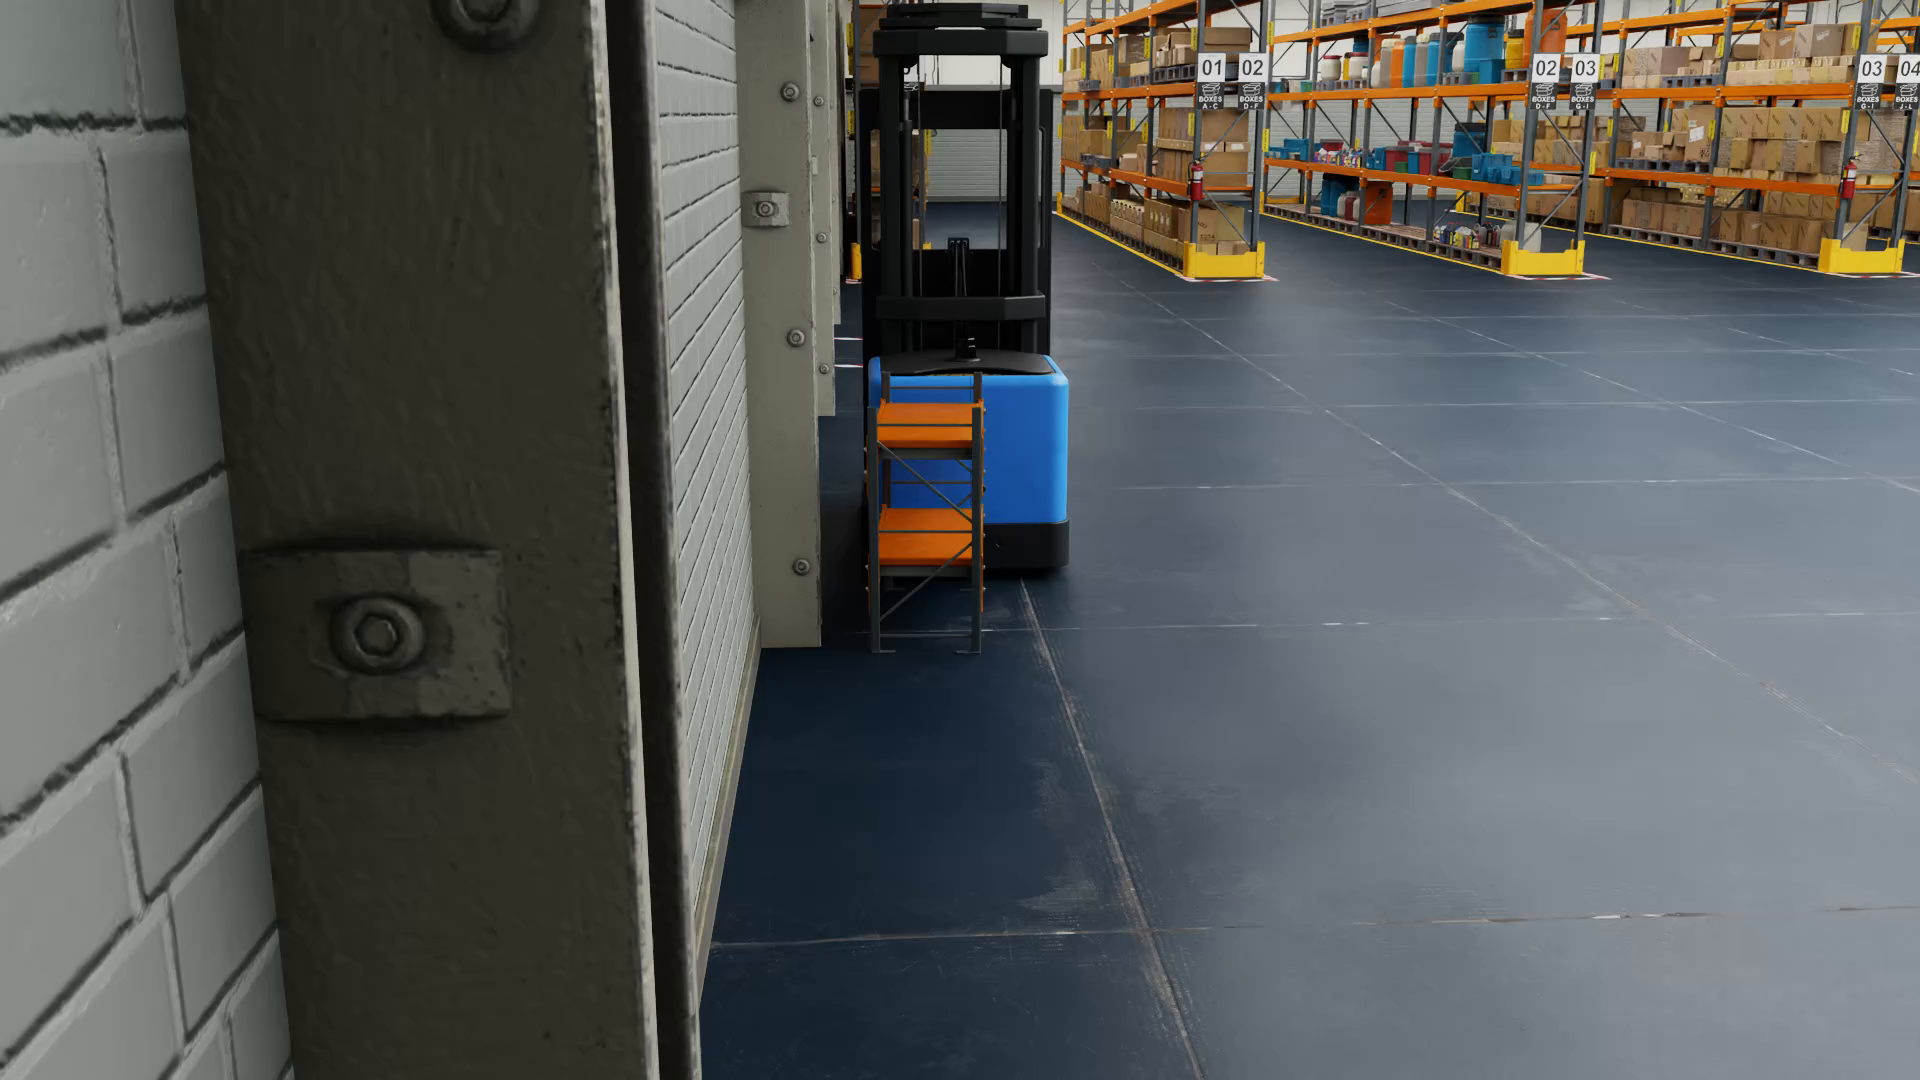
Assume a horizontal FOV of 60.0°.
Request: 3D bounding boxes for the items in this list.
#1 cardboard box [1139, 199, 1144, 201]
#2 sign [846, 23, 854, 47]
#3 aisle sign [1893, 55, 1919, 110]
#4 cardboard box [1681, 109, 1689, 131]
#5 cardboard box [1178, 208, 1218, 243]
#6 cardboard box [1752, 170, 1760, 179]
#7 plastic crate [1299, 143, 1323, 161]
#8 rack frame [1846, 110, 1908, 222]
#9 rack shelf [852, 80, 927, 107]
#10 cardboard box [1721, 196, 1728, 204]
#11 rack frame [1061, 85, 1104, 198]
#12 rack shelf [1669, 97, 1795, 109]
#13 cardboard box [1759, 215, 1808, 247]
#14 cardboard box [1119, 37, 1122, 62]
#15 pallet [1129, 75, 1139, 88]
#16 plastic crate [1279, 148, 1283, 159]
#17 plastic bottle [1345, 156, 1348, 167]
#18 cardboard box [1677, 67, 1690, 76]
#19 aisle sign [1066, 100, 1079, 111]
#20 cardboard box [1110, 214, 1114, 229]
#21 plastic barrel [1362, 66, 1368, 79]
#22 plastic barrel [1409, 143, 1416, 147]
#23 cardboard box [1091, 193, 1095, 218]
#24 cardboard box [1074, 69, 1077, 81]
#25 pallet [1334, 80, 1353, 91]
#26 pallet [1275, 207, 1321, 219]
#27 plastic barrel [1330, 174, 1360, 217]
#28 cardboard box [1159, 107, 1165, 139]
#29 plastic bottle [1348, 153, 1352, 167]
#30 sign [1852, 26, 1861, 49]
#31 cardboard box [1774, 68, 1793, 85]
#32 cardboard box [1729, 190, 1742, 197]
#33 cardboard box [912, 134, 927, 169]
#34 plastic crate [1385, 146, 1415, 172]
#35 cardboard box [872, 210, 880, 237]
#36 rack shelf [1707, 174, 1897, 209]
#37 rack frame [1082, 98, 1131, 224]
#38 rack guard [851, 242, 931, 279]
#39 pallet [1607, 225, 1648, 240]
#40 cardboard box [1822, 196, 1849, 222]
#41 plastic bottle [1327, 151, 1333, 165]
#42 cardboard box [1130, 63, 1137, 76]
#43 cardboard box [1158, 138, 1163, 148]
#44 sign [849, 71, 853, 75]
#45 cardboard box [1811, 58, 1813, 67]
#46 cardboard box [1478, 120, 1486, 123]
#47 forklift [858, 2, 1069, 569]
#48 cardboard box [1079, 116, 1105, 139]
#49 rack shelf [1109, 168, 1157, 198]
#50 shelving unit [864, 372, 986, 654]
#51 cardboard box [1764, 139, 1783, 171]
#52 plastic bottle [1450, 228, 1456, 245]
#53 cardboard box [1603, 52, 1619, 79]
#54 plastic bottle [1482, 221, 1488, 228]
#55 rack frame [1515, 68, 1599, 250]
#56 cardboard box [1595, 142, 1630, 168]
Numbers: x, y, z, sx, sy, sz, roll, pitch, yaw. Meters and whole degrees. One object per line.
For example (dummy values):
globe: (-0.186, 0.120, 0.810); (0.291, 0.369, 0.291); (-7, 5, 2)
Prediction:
cardboard box: (3.712, -6.411, 31.972); (0.500, 0.311, 0.500); (-1, 14, -2)
sign: (-1.569, -7.205, 23.712); (0.100, 0.325, 0.005); (-1, 14, -3)
aisle sign: (14.121, -6.804, 24.736); (0.394, 0.787, 0.004); (-1, 14, -3)
cardboard box: (17.583, -10.022, 39.656); (0.500, 0.500, 0.500); (0, 14, -2)
cardboard box: (3.600, -4.768, 25.208); (0.500, 0.500, 0.500); (-1, 14, -3)
cardboard box: (13.385, -6.061, 27.567); (0.380, 0.149, 0.250); (-1, 14, -3)
plastic crate: (7.761, -8.596, 36.829); (0.392, 0.384, 0.575); (-1, 14, -3)
rack frame: (18.278, -7.597, 33.034); (1.000, 3.000, 0.127); (-1, 14, -3)
rack shelf: (-1.138, -6.929, 25.859); (1.077, 0.370, 4.000); (-1, 14, -3)
cardboard box: (17.630, -7.766, 37.971); (0.380, 0.149, 0.250); (-1, 14, -5)
rack frame: (2.938, -9.383, 39.976); (1.000, 3.000, 0.127); (-1, 14, -3)
rack shelf: (17.907, -10.194, 38.550); (1.077, 0.370, 4.000); (-1, 14, -3)
cardboard box: (13.714, -5.148, 27.689); (0.500, 0.500, 0.500); (-2, 15, -8)
cardboard box: (3.382, -9.615, 32.648); (0.500, 0.500, 0.500); (-1, 14, -3)
pallet: (3.638, -8.310, 30.162); (1.003, 0.211, 1.213); (0, 14, -1)
plastic crate: (7.651, -9.013, 38.752); (0.416, 0.233, 0.300); (-1, 14, -3)
plastic bottle: (7.888, -7.699, 33.828); (0.097, 0.201, 0.097); (0, 14, 0)
cardboard box: (13.353, -8.559, 30.377); (0.380, 0.166, 0.250); (-1, 14, -5)
aisle sign: (2.641, -10.655, 39.701); (0.394, 0.787, 0.004); (-1, 14, -3)
cardboard box: (3.173, -6.131, 32.010); (0.500, 0.250, 0.500); (-1, 14, -4)
plastic barrel: (8.165, -9.323, 33.156); (0.301, 0.262, 0.301); (0, 14, 0)
plastic barrel: (8.655, -7.271, 31.542); (0.421, 0.512, 0.421); (0, 14, 0)
cardboard box: (3.041, -7.010, 34.886); (0.500, 0.500, 0.500); (-1, 14, -3)
cardboard box: (2.829, -10.376, 37.113); (0.500, 0.250, 0.500); (-1, 14, -3)
pallet: (8.350, -9.350, 34.205); (1.003, 0.211, 1.213); (-1, 14, -3)
pallet: (7.967, -7.600, 38.641); (1.003, 0.211, 1.213); (-1, 14, -3)
plastic barrel: (8.191, -7.340, 35.401); (0.600, 0.901, 0.708); (-1, 14, -3)
cardboard box: (3.716, -6.965, 27.774); (0.700, 0.500, 0.500); (-1, 14, -3)
plastic bottle: (7.900, -7.684, 33.631); (0.097, 0.271, 0.097); (0, 14, 0)
sign: (13.262, -7.434, 24.603); (0.100, 0.325, 0.005); (-1, 14, -3)
cardboard box: (13.440, -7.429, 26.661); (0.500, 0.250, 0.500); (-1, 14, -4)
cardboard box: (17.693, -7.850, 37.702); (0.380, 0.149, 0.250); (-1, 14, -3)
cardboard box: (-0.744, -5.750, 24.612); (0.500, 0.500, 0.500); (-1, 14, -3)
plastic crate: (8.173, -7.094, 30.949); (0.402, 0.464, 0.583); (-1, 14, -3)
cardboard box: (-1.324, -5.507, 29.043); (0.700, 0.500, 0.500); (0, 14, -2)
rack shelf: (13.693, -5.705, 27.124); (1.077, 0.370, 4.000); (-1, 14, -3)
rack frame: (3.186, -8.389, 36.110); (1.000, 3.000, 0.127); (-1, 14, -3)
rack guard: (-1.019, -4.135, 24.595); (1.175, 0.500, 0.348); (-1, 14, -3)
pallet: (13.369, -6.001, 32.426); (1.003, 0.211, 1.213); (-1, 14, -3)
cardboard box: (17.977, -6.750, 33.914); (0.500, 0.500, 0.500); (-1, 14, -4)
plastic bottle: (7.836, -8.053, 35.054); (0.152, 0.276, 0.135); (-1, 14, -3)
cardboard box: (3.518, -8.865, 31.401); (0.500, 0.250, 0.500); (-2, 15, -8)
cardboard box: (3.521, -6.629, 27.770); (0.380, 0.149, 0.250); (-1, 14, -3)
sign: (-2.311, -10.044, 35.326); (0.100, 0.325, 0.005); (-1, 14, -3)
cardboard box: (13.533, -7.452, 25.951); (0.380, 0.149, 0.250); (-1, 14, -3)
cardboard box: (12.617, -9.722, 39.492); (0.500, 0.500, 0.500); (-1, 14, -5)
forklift: (-0.038, -1.574, 9.763); (1.130, 2.935, 3.031); (-1, 14, -3)
cardboard box: (2.897, -9.043, 36.446); (0.500, 0.500, 0.500); (-1, 14, -3)
rack shelf: (3.558, -6.548, 30.400); (1.077, 0.370, 4.000); (-1, 14, -3)
shelving unit: (-0.148, -0.161, 7.895); (0.538, 1.125, 1.048); (0, 14, 1)
cardboard box: (13.653, -6.258, 27.031); (0.875, 0.500, 0.500); (-1, 14, -3)
plastic bottle: (8.242, -5.076, 27.805); (0.061, 0.283, 0.133); (0, 14, -1)
cardboard box: (13.212, -9.403, 32.981); (0.797, 0.503, 0.637); (0, 14, 0)
plastic bottle: (8.954, -5.249, 28.341); (0.144, 0.351, 0.185); (-1, 14, -5)
rack frame: (8.874, -5.480, 24.804); (1.000, 3.000, 0.127); (-1, 14, -3)
cardboard box: (13.044, -7.713, 33.284); (0.500, 0.500, 0.500); (0, 14, -2)
